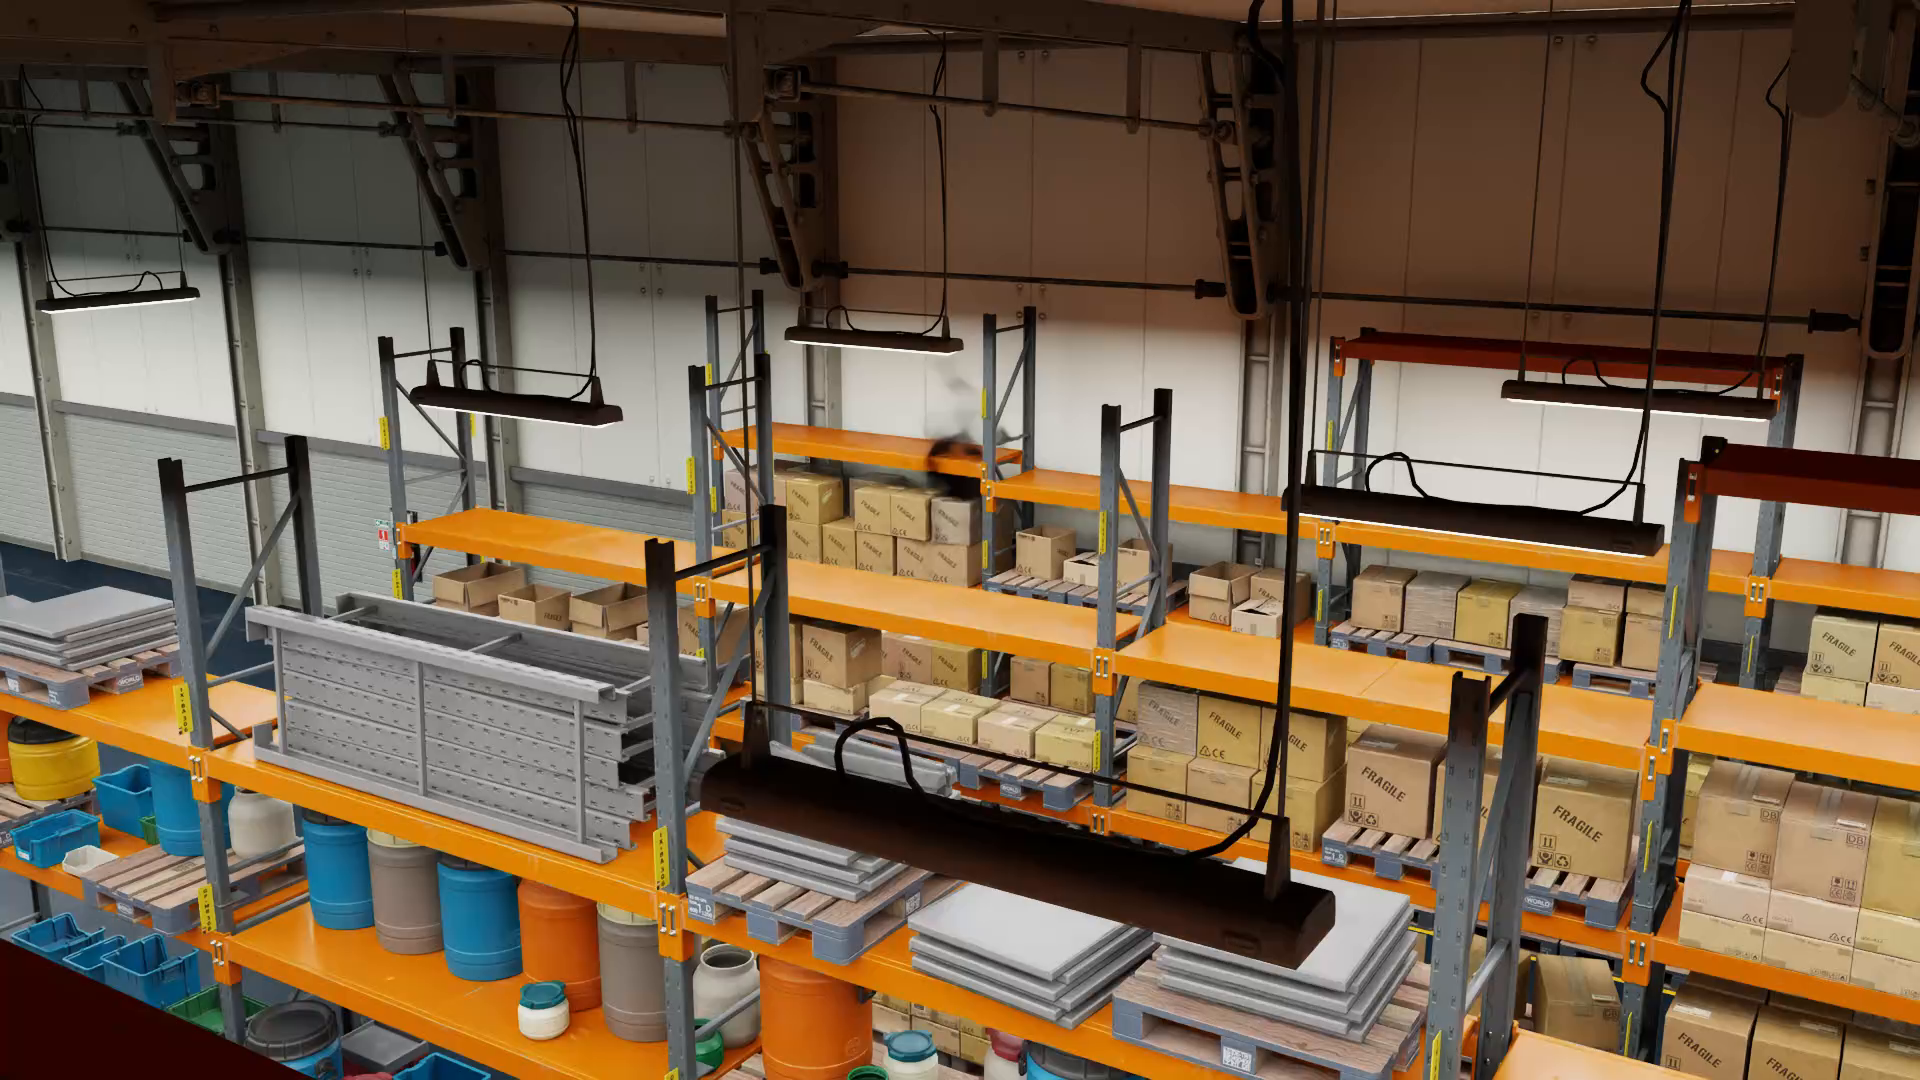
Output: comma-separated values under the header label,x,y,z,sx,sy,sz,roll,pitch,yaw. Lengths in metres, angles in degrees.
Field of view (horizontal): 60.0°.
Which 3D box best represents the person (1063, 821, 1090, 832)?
label,x,y,z,sx,sy,sz,roll,pitch,yaw
person,1.143,3.282,16.410,0.915,1.699,0.667,8,16,29
